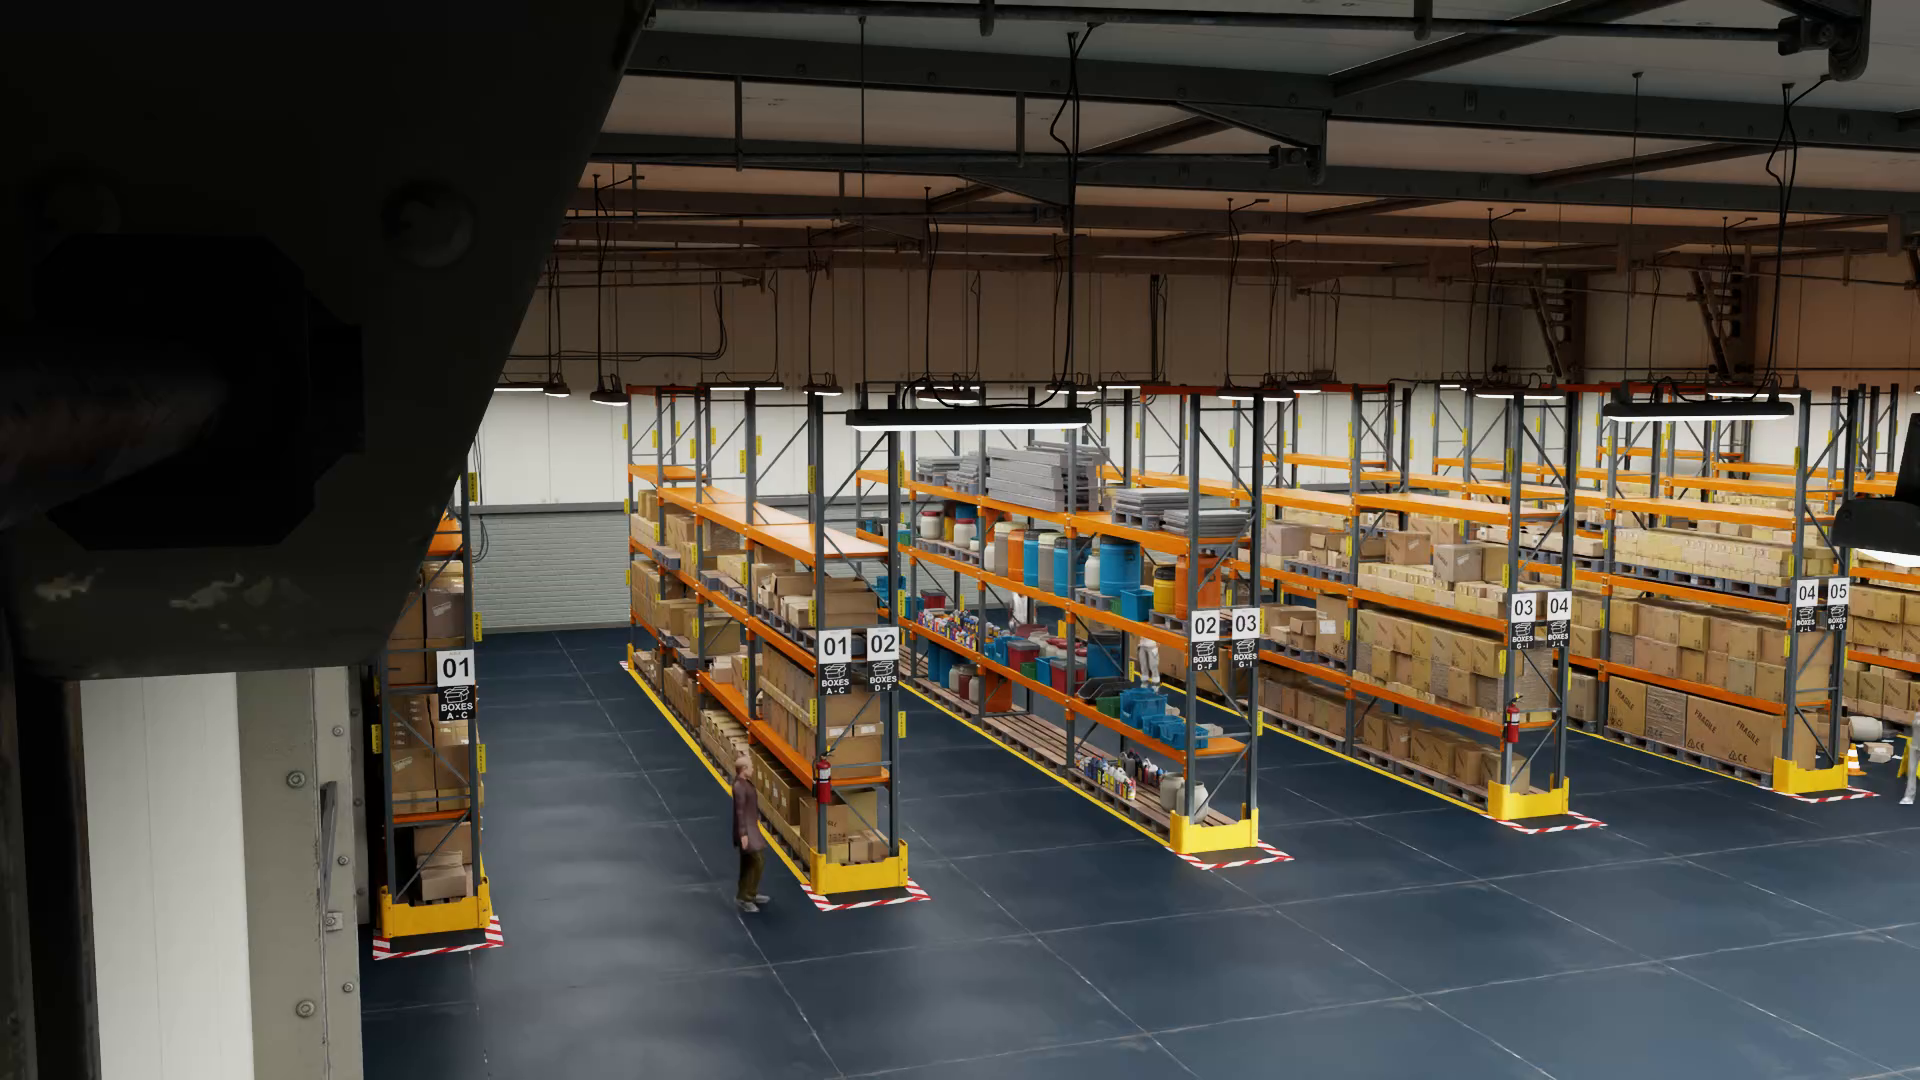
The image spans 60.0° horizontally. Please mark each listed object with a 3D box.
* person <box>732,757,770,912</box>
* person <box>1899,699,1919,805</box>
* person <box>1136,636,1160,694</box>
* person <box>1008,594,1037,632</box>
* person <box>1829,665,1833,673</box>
[{"bbox_3d":[-2.475,3.458,19.627,0.440,1.832,0.638,-1,6,-10],"label":"person"},{"bbox_3d":[14.037,3.097,24.219,0.876,1.461,0.376,-6,8,-43],"label":"person"},{"bbox_3d":[3.587,2.047,31.537,0.401,1.793,0.596,-5,8,-39],"label":"person"},{"bbox_3d":[1.355,1.729,34.835,0.546,1.723,1.043,-2,6,-21],"label":"person"},{"bbox_3d":[17.879,2.007,33.982,0.529,1.662,0.739,-3,7,-28],"label":"person"}]
